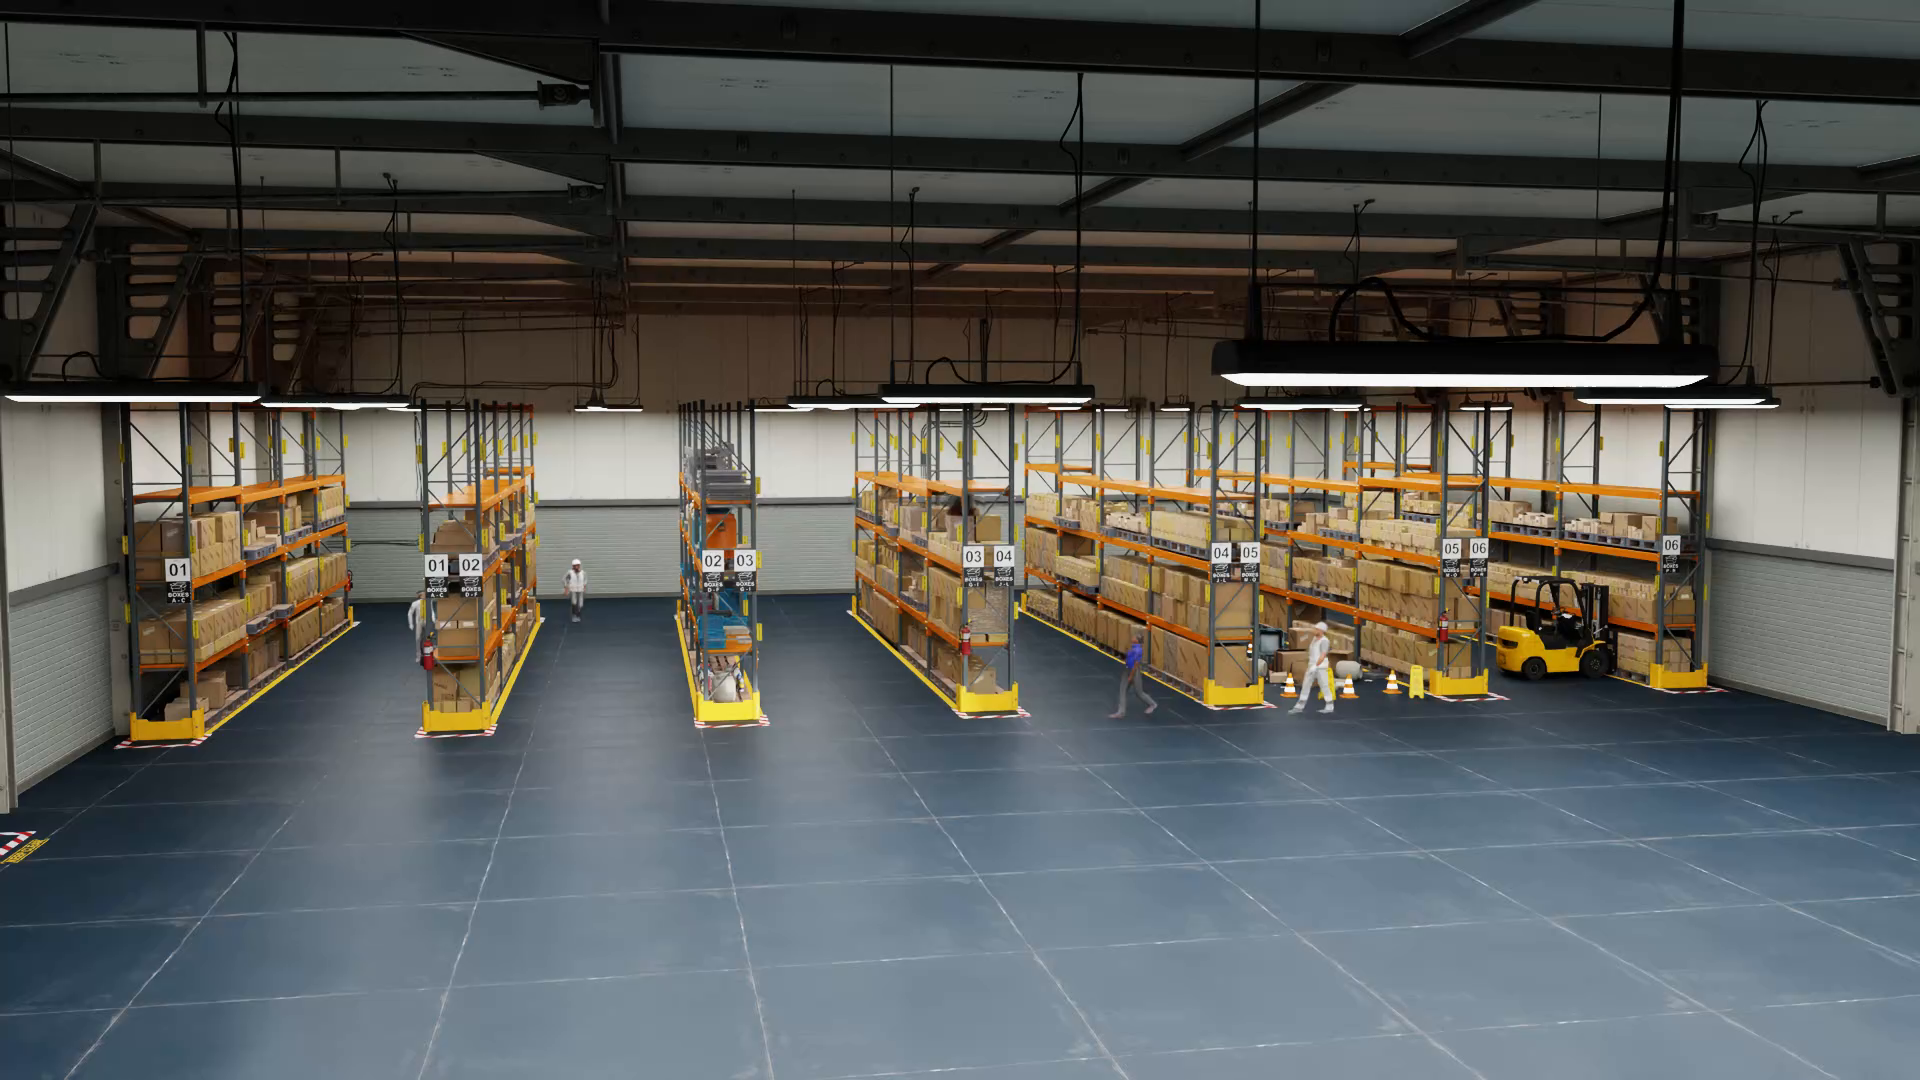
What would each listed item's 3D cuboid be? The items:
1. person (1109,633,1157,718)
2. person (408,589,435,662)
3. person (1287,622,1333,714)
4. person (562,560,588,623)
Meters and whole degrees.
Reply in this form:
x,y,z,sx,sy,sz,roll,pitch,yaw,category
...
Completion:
x,y,z,sx,sy,sz,roll,pitch,yaw,category
3.290,2.548,31.391,0.926,1.606,0.425,-3,5,-36,person
-12.580,1.985,38.893,0.610,1.695,0.897,-1,4,-10,person
6.728,2.439,31.622,0.864,1.761,0.549,-2,5,-23,person
-10.562,1.415,45.737,0.683,1.752,0.592,-2,5,-24,person
